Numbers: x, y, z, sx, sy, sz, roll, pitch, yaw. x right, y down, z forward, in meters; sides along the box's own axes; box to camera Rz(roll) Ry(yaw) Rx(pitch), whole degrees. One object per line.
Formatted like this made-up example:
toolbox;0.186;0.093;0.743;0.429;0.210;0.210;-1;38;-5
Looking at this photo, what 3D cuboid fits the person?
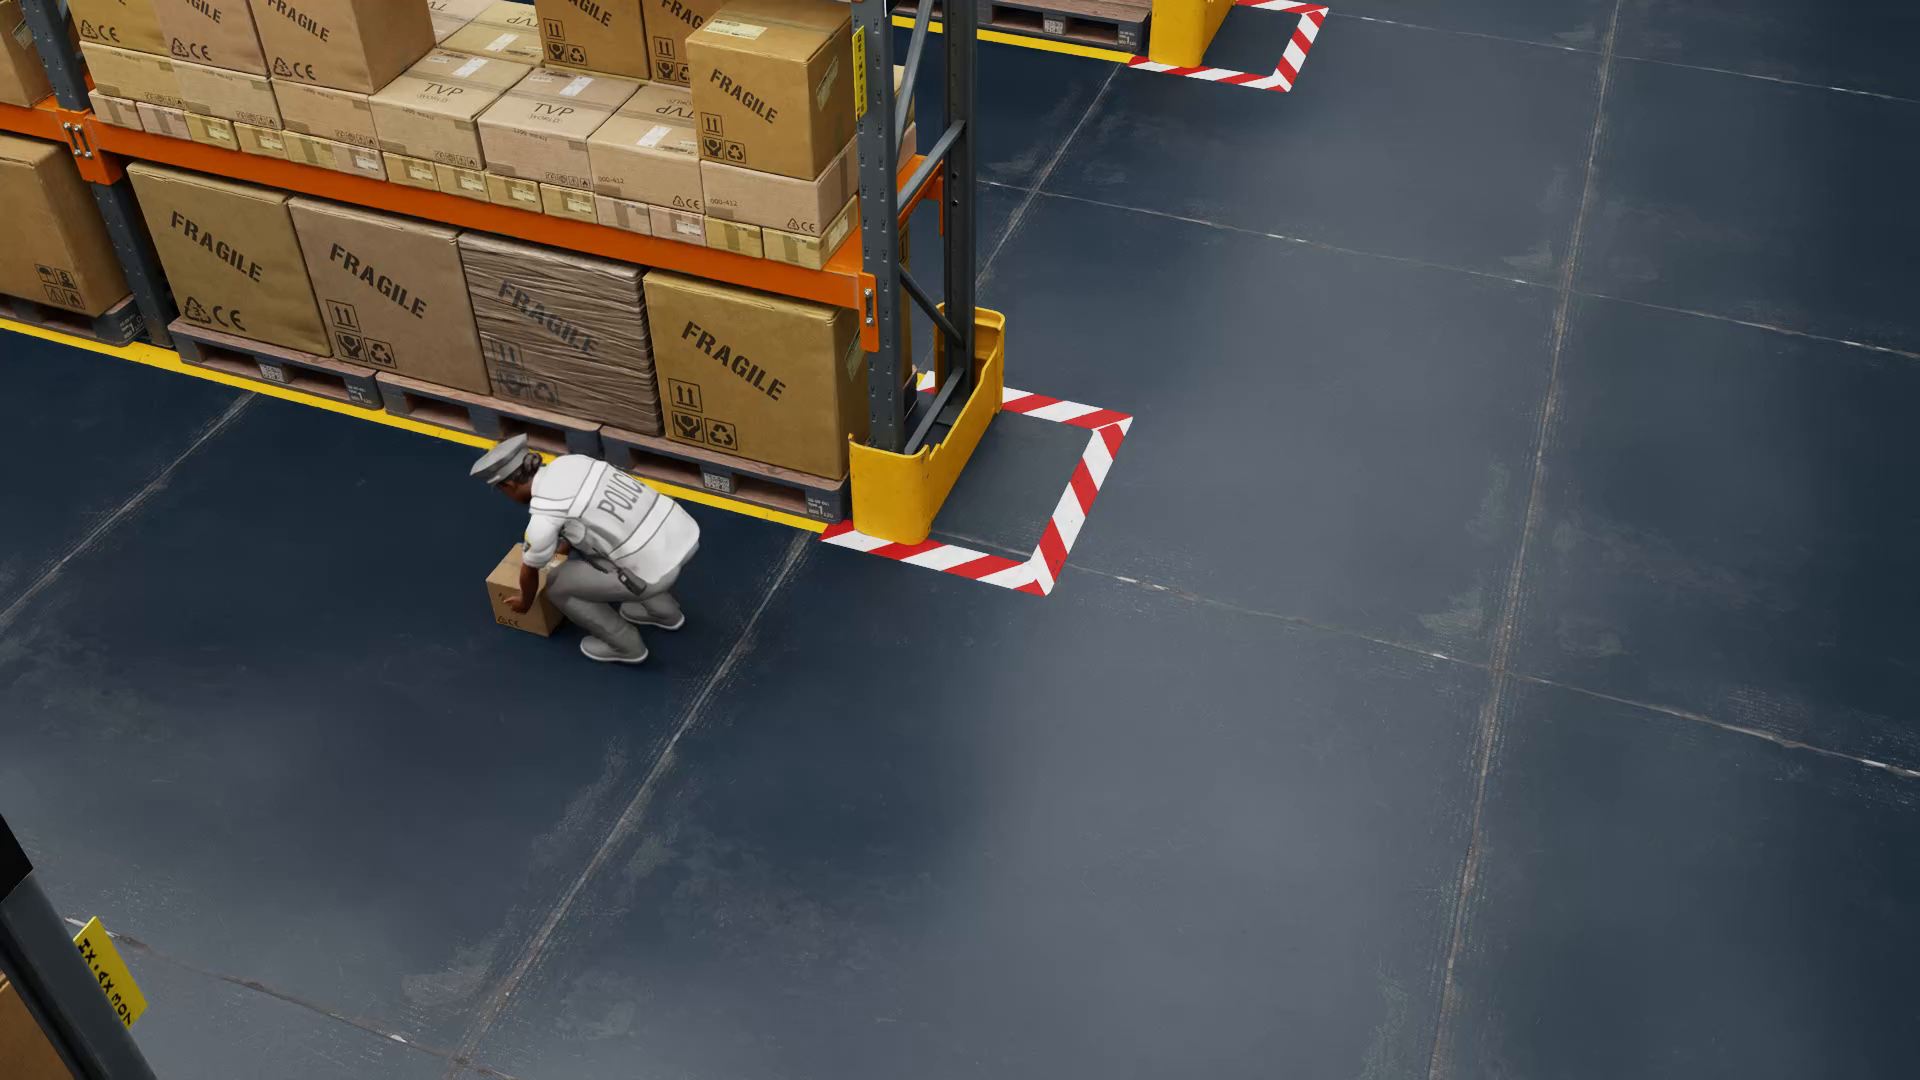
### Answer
person;-1.465;0.033;6.634;0.854;0.988;0.484;14;44;15
